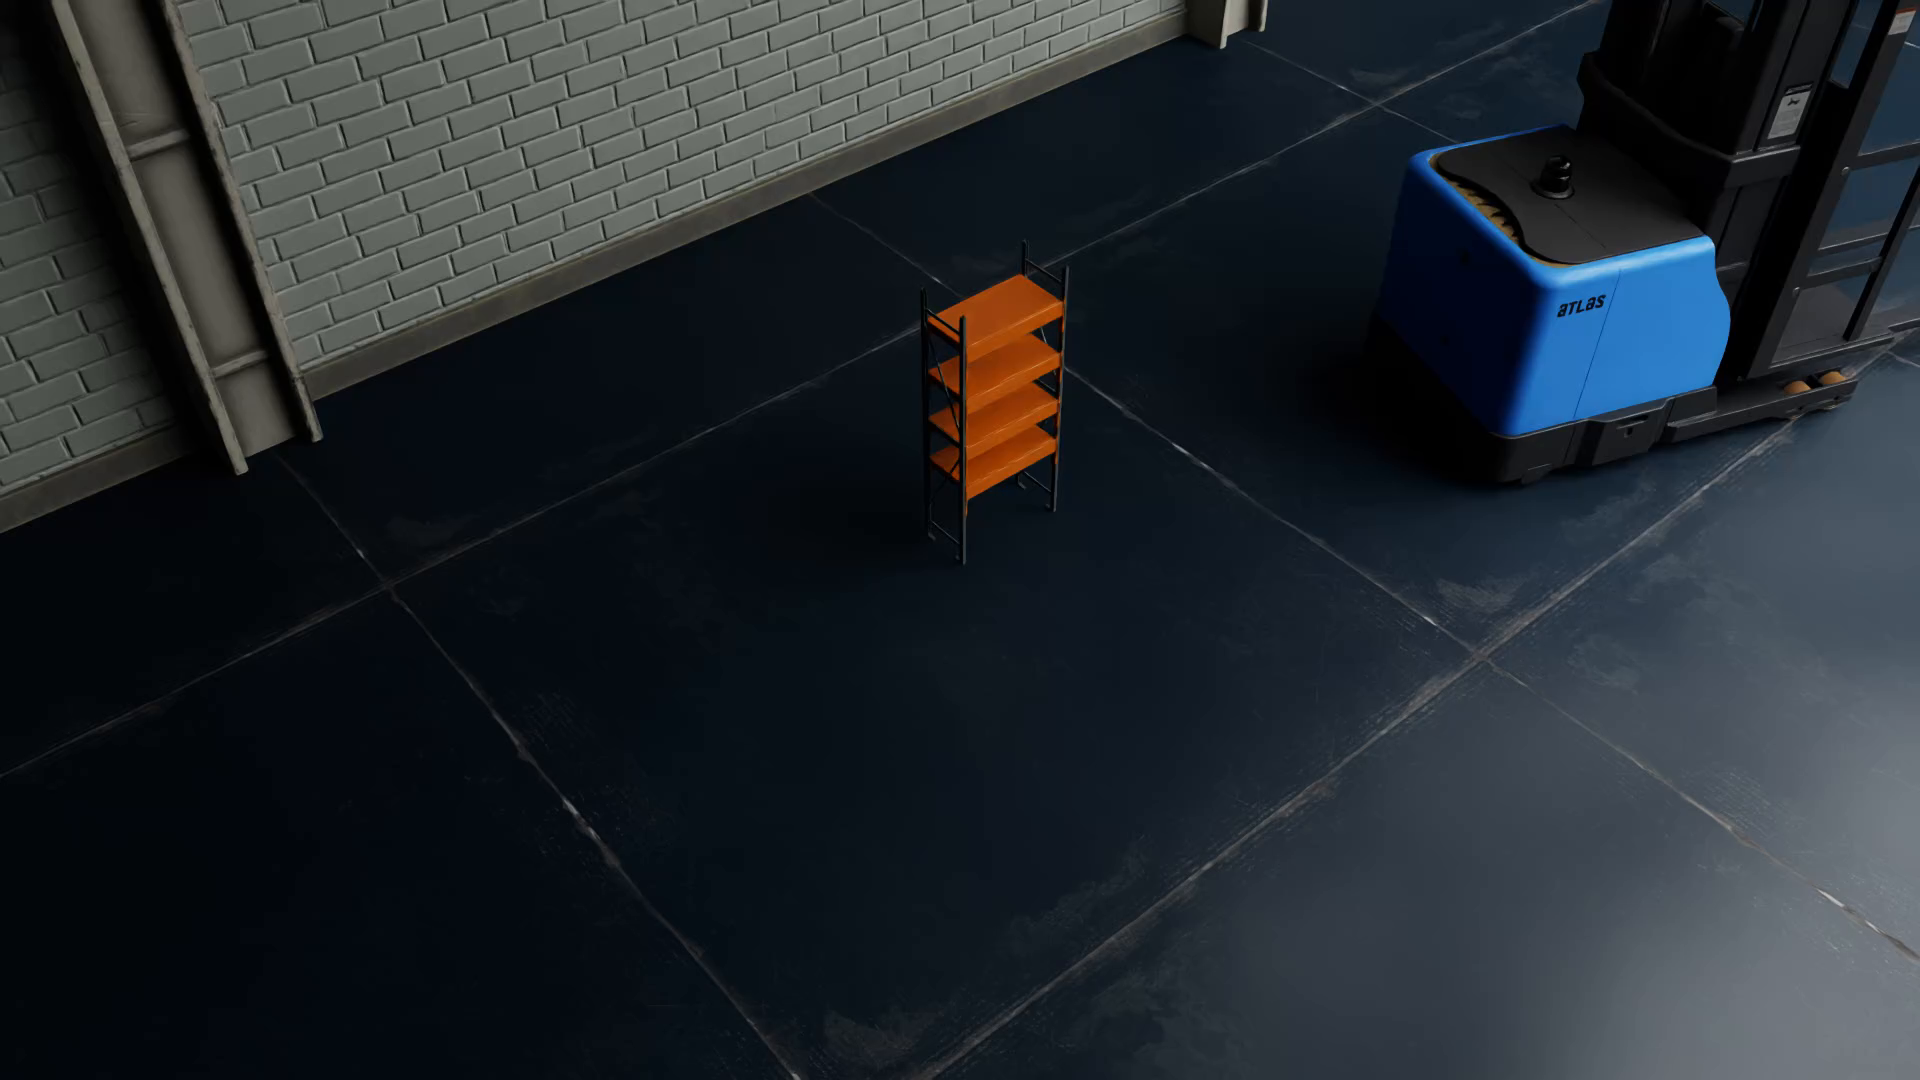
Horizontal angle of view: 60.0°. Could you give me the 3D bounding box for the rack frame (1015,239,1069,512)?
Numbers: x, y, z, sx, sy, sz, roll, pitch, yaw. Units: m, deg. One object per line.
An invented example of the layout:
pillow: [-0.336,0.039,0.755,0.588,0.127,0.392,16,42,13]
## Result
rack frame: [0.314,-0.617,6.531,0.015,1.200,0.240,-30,51,-28]

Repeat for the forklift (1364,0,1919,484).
forklift: [3.407,-1.926,6.660,3.031,2.935,1.130,-14,45,-15]

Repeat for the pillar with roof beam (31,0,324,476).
pillar with roof beam: [-0.249,-1.457,1.728,0.400,9.000,9.100,-30,51,-28]

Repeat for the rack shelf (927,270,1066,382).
rack shelf: [0.127,-0.796,6.148,0.480,0.148,0.258,-30,51,-28]

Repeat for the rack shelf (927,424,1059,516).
rack shelf: [0.127,-0.316,6.599,0.480,0.148,0.258,-30,51,-28]

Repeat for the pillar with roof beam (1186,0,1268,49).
pillar with roof beam: [4.353,-4.093,4.534,0.400,9.000,9.100,-30,51,-28]

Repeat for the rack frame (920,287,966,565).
rack frame: [-0.060,-0.403,6.303,0.015,1.200,0.240,-30,51,-28]

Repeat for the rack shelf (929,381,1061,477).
rack shelf: [0.127,-0.461,6.463,0.480,0.148,0.258,-30,51,-28]

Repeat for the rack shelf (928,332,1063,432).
rack shelf: [0.127,-0.624,6.310,0.480,0.148,0.258,-30,51,-28]

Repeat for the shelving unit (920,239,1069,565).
shelving unit: [0.127,-0.510,6.417,0.503,1.200,0.258,-30,51,-28]
